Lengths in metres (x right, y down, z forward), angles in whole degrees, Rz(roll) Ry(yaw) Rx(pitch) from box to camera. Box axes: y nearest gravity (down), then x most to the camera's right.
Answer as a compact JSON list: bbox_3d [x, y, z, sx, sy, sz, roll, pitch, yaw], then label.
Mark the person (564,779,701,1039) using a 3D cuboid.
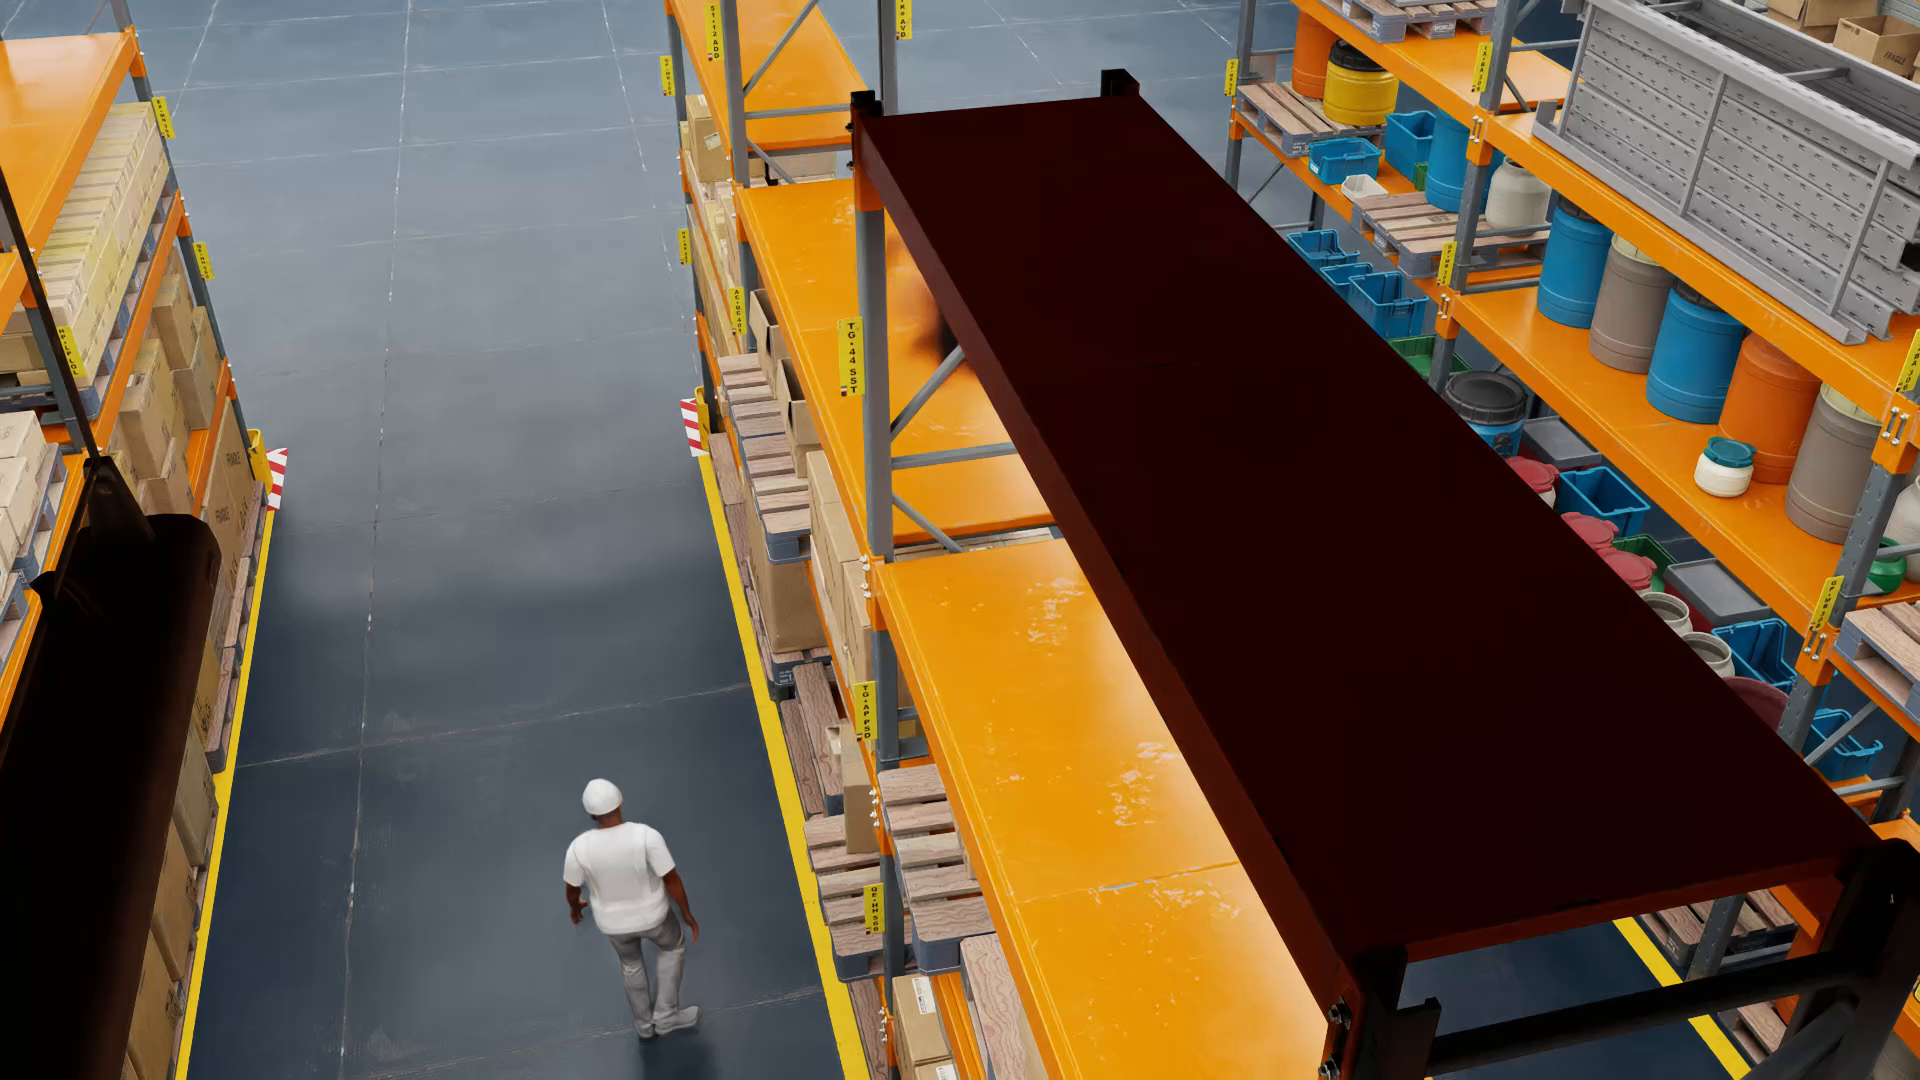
[{"bbox_3d":[-1.864,2.124,9.467,0.752,1.714,0.630,-3,35,-5],"label":"person"}]
